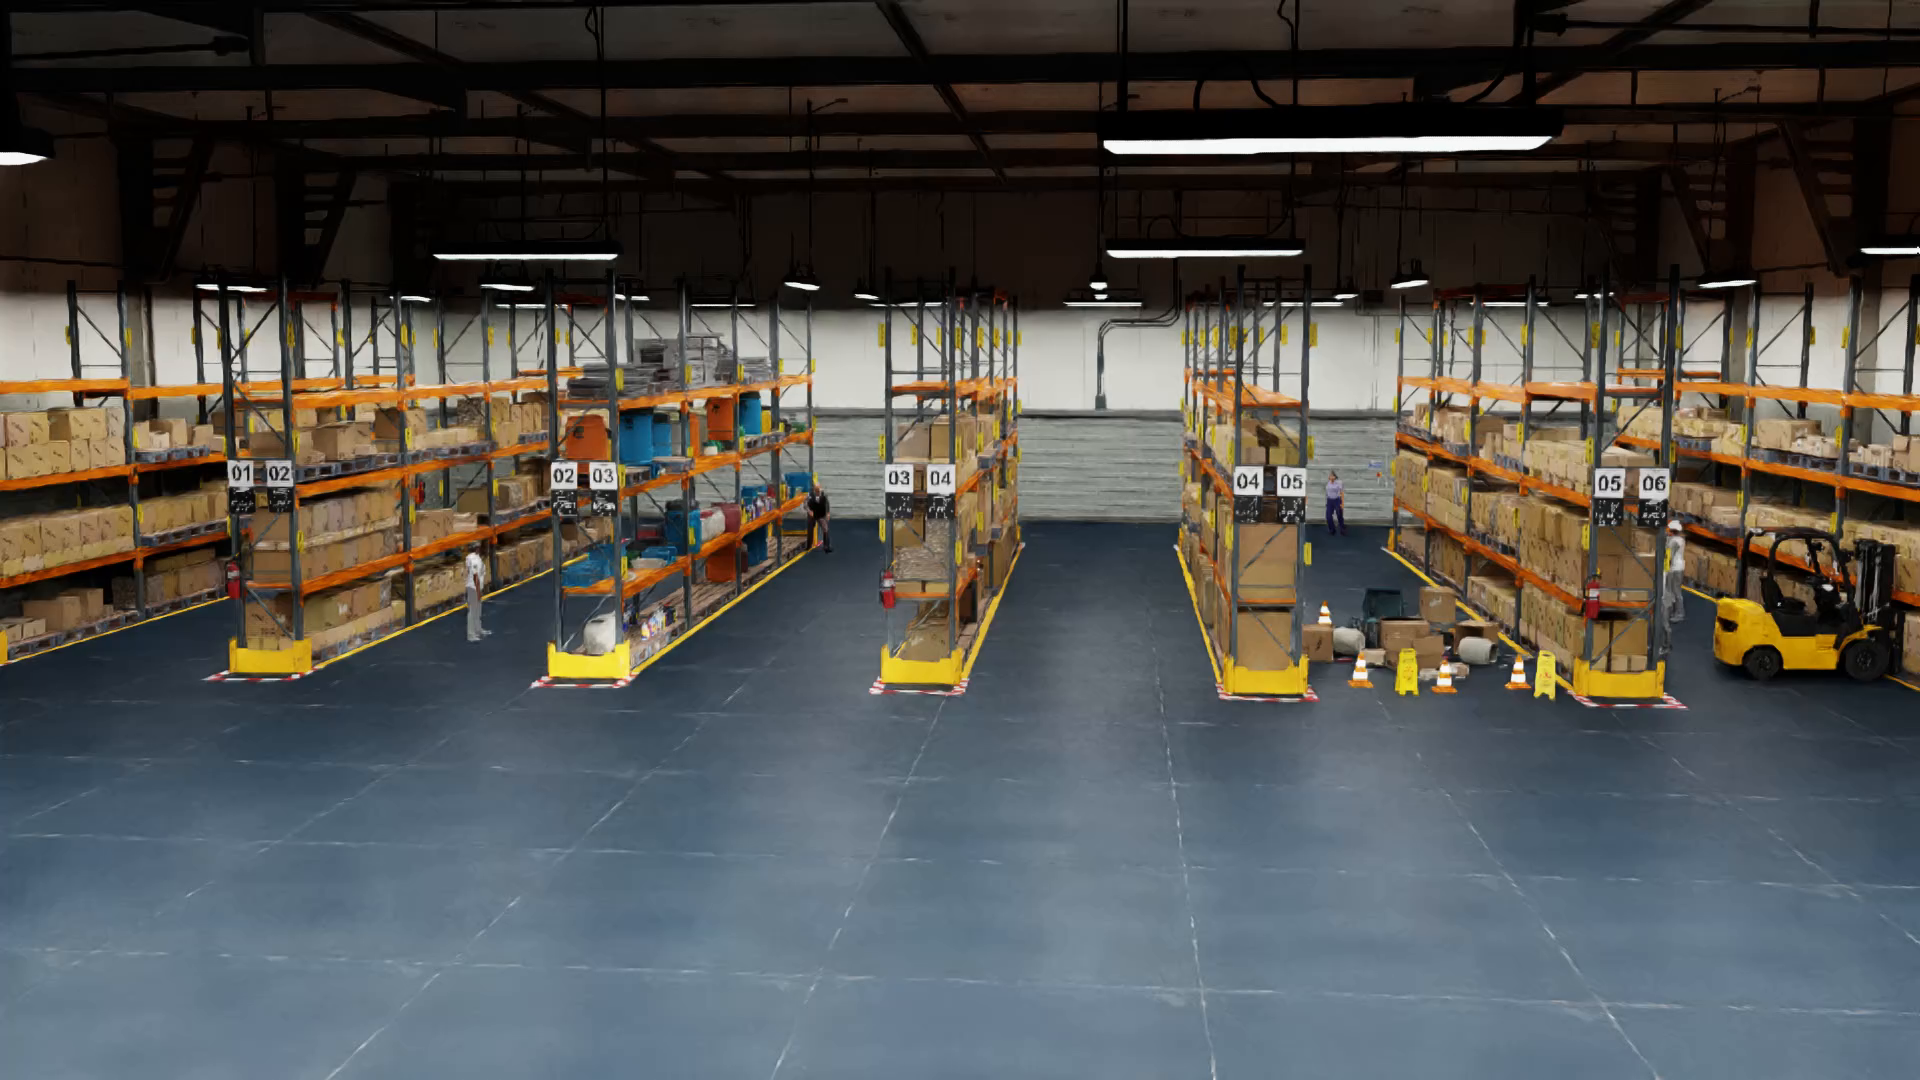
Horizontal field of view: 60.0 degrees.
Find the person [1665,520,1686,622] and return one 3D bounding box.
[{"bbox_3d":[12.620,0.528,29.514,0.576,1.768,0.626,4,8,32],"label":"person"}]

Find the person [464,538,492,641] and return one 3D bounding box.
[{"bbox_3d":[-8.005,0.811,27.601,0.440,1.683,0.552,-3,8,-23],"label":"person"}]

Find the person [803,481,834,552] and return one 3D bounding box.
[{"bbox_3d":[-3.351,-0.558,38.983,0.682,1.661,0.844,-1,7,-12],"label":"person"}]

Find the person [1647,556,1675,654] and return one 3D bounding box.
[{"bbox_3d":[11.142,1.001,26.430,0.449,1.588,0.467,5,9,36],"label":"person"}]

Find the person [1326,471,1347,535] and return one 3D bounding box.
[{"bbox_3d":[9.603,-0.948,42.401,0.535,1.632,0.555,6,9,42],"label":"person"}]
